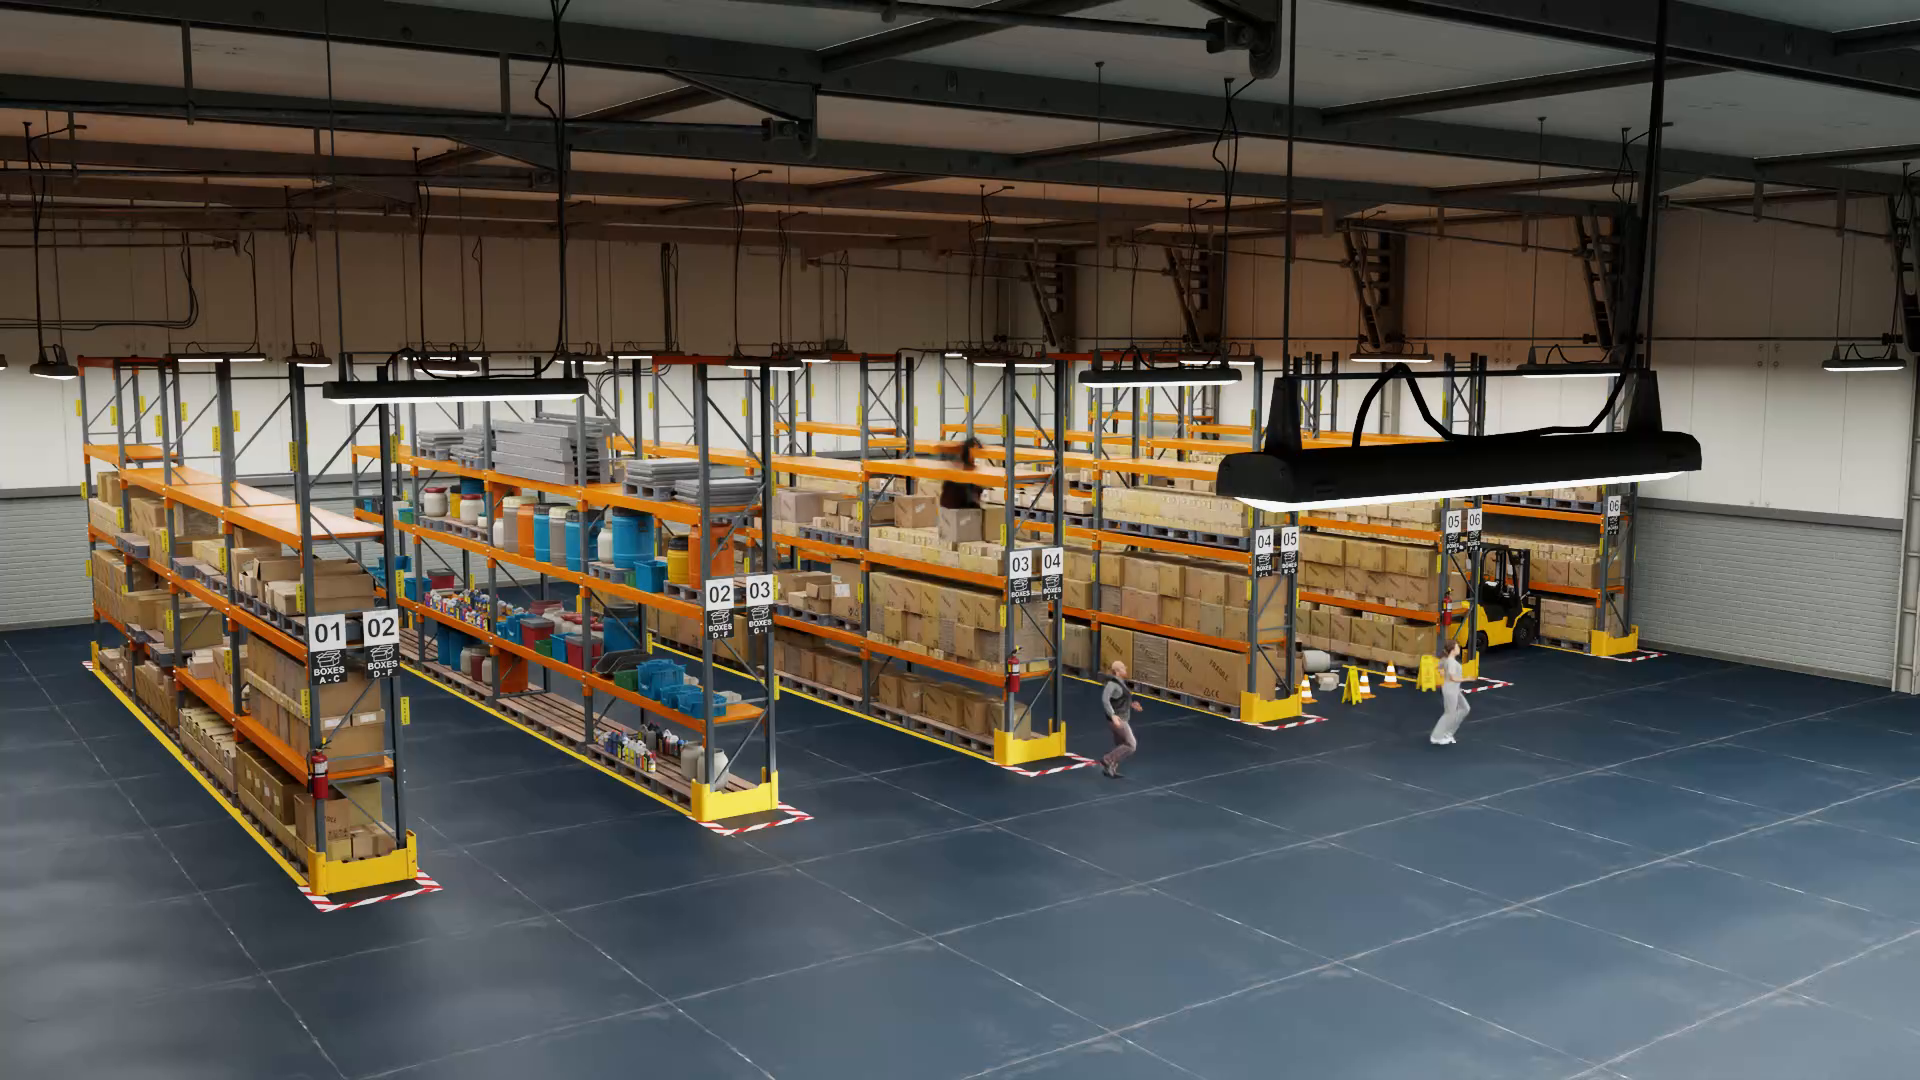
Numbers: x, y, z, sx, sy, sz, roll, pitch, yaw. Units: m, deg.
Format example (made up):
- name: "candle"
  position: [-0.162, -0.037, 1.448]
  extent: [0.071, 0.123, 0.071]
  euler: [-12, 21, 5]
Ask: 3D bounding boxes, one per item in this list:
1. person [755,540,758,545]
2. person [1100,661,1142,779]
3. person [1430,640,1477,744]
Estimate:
- name: "person"
  position: [-4.837, 0.816, 38.765]
  extent: [0.691, 1.651, 0.639]
  euler: [-3, 8, -25]
- name: "person"
  position: [2.293, 2.551, 23.585]
  extent: [0.569, 1.688, 0.671]
  euler: [1, 7, 10]
- name: "person"
  position: [7.686, 2.375, 25.891]
  extent: [0.665, 1.652, 0.533]
  euler: [2, 7, 14]
